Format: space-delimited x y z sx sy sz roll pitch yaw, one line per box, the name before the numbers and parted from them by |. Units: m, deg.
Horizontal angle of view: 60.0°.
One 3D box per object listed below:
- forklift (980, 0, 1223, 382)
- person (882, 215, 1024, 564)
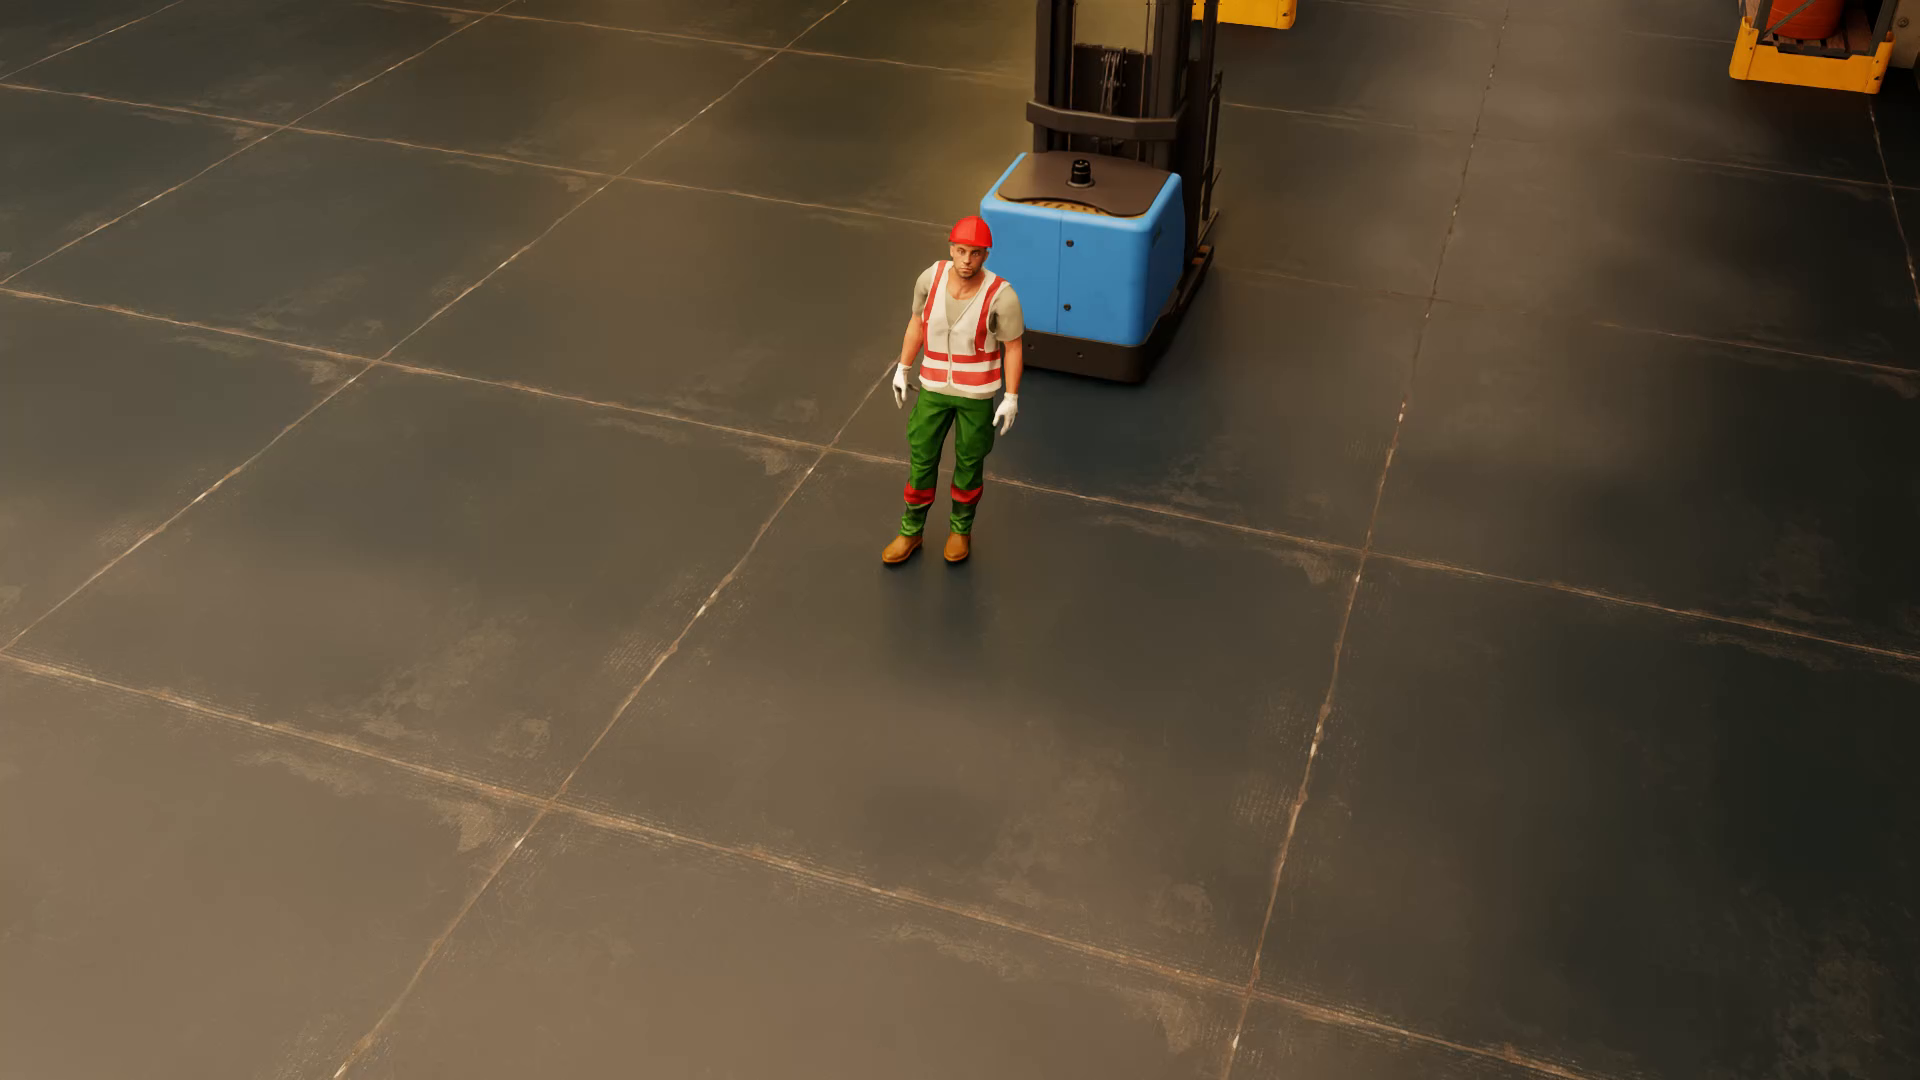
forklift | 1.074 -2.979 10.313 1.130 2.935 3.031 12 37 16
person | -0.038 -0.695 8.065 0.637 1.787 0.564 12 37 16
